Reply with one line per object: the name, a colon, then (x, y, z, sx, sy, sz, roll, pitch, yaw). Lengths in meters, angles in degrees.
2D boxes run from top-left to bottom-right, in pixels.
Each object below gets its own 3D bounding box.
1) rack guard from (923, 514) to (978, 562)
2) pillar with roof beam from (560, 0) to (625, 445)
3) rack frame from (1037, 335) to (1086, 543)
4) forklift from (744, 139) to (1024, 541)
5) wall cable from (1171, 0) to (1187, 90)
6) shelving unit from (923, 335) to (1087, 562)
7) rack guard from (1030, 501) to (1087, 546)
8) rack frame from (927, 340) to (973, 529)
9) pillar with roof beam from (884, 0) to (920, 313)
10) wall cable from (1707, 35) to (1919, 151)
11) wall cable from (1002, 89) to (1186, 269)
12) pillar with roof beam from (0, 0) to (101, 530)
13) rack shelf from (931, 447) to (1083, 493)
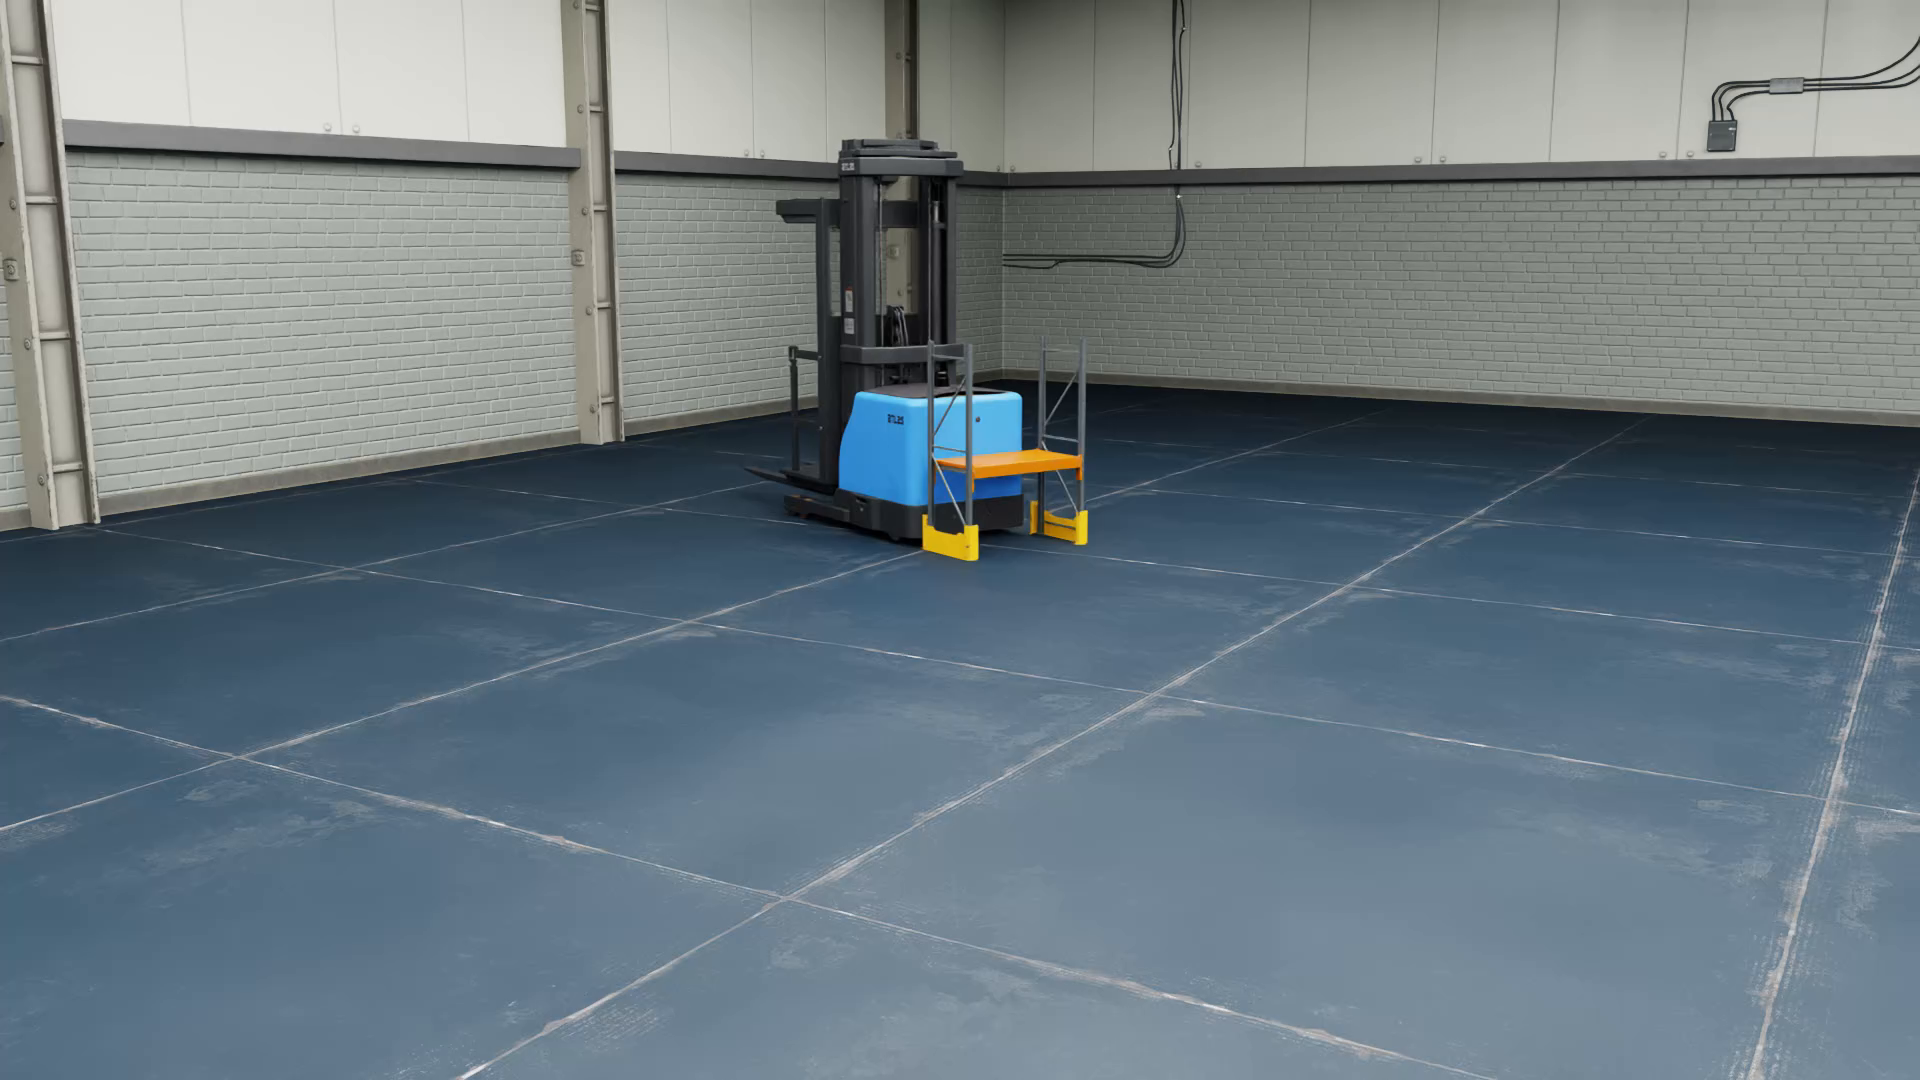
rack guard: (-0.071, -0.019, 11.791, 0.087, 0.250, 0.587, -8, 13, -36)
pillar with roof beam: (-0.211, -5.078, 15.040, 9.100, 9.000, 0.400, 6, 12, 31)
rack frame: (0.746, -0.744, 12.268, 0.032, 1.500, 0.500, -8, 13, -36)
forklift: (-0.764, -1.656, 13.249, 1.130, 2.935, 3.031, -7, 13, -34)
wall cable: (4.197, -7.468, 22.518, 3.097, 2.526, 0.112, 6, 12, 31)
shelving unit: (0.330, -0.688, 11.967, 1.083, 1.500, 0.587, -8, 13, -36)
rack guard: (0.731, -0.128, 12.372, 0.087, 0.250, 0.587, -8, 13, -36)
rack frame: (-0.072, -0.633, 11.676, 0.032, 1.500, 0.500, -8, 13, -36)
pillar with roof beam: (2.904, -6.022, 20.081, 9.100, 9.000, 0.400, 6, 12, 31)
wall cable: (9.990, -7.532, 18.907, 2.305, 6.003, 0.169, 6, 12, 31)
wall cable: (1.885, -5.244, 24.363, 3.097, 2.526, 0.112, 6, 12, 31)
pillar with roof beam: (-3.326, -4.135, 10.000, 9.100, 9.000, 0.400, 6, 12, 31)
rack shelf: (0.337, -0.512, 12.005, 1.000, 0.185, 0.538, -8, 13, -36)
